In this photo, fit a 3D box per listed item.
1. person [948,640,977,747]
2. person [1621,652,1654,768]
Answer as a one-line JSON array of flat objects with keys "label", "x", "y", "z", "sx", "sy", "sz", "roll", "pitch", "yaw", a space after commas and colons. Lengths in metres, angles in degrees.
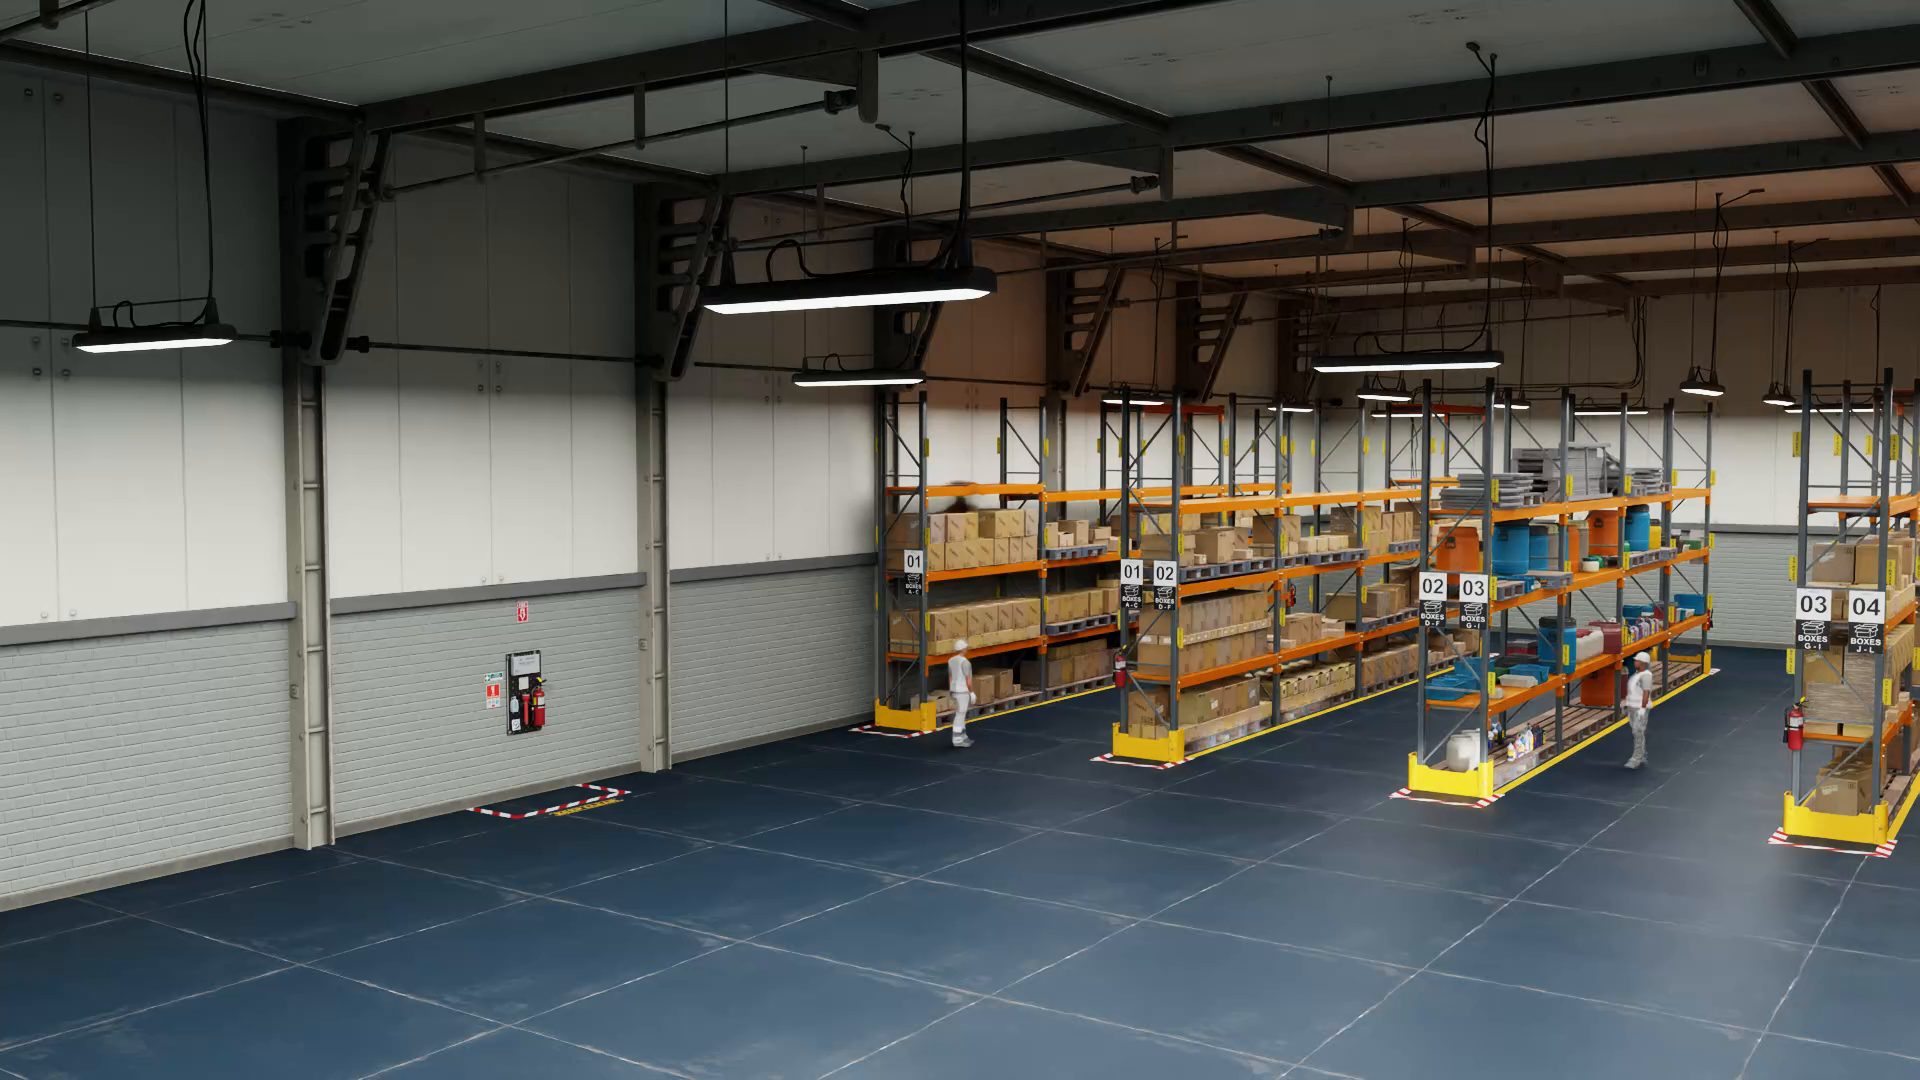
[{"label": "person", "x": 0.101, "y": 2.565, "z": 27.881, "sx": 0.526, "sy": 1.799, "sz": 0.598, "roll": -2, "pitch": 4, "yaw": -26}, {"label": "person", "x": 10.633, "y": 2.661, "z": 26.191, "sx": 0.576, "sy": 1.801, "sz": 0.585, "roll": -1, "pitch": 3, "yaw": -12}]
